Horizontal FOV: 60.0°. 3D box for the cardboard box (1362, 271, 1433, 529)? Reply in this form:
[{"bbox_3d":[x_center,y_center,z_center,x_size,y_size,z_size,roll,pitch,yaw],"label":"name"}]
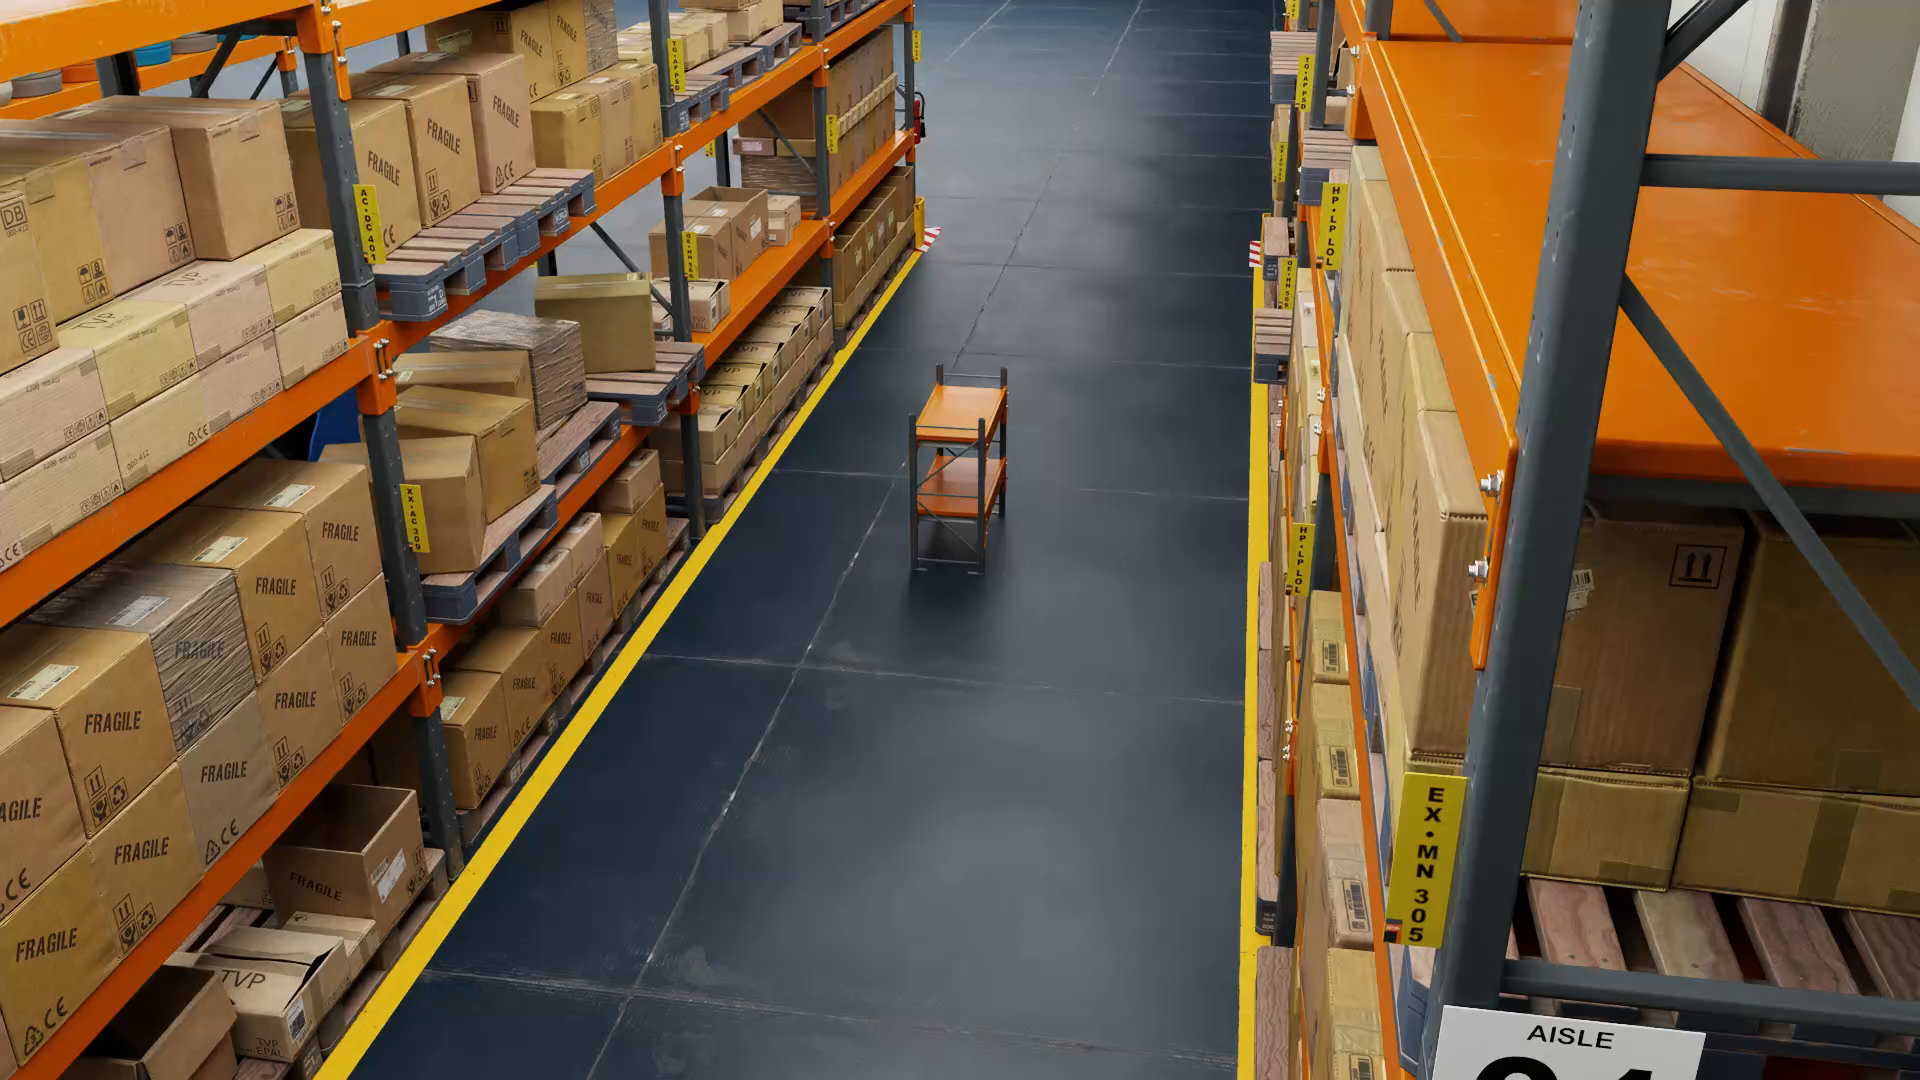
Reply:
[{"bbox_3d":[1.290,-0.341,4.080,0.500,0.500,0.500,3,25,6],"label":"cardboard box"}]

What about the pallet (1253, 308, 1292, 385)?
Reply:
[{"bbox_3d":[2.589,-1.287,11.187,1.213,0.211,1.003,4,25,9],"label":"pallet"}]

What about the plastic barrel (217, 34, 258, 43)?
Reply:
[{"bbox_3d":[-6.412,-4.786,14.306,0.600,0.901,0.708,4,25,9],"label":"plastic barrel"}]

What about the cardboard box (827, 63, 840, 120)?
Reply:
[{"bbox_3d":[-1.509,-4.113,15.351,0.700,0.500,0.500,4,25,8],"label":"cardboard box"}]

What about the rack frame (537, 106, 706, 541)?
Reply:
[{"bbox_3d":[-2.310,-1.410,11.224,1.000,3.000,0.127,4,25,9],"label":"rack frame"}]

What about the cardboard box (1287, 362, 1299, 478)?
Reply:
[{"bbox_3d":[2.069,-0.646,9.100,0.500,0.500,0.500,4,25,8],"label":"cardboard box"}]

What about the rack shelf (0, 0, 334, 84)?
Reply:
[{"bbox_3d":[-3.291,-1.290,4.744,1.077,0.370,4.000,4,25,9],"label":"rack shelf"}]

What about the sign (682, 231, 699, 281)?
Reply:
[{"bbox_3d":[-1.773,-1.865,10.924,0.100,0.325,0.005,4,25,9],"label":"sign"}]

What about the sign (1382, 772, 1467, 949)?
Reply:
[{"bbox_3d":[0.737,0.510,2.632,0.100,0.325,0.005,4,25,9],"label":"sign"}]

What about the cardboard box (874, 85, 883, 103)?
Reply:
[{"bbox_3d":[-1.004,-4.600,17.157,0.380,0.149,0.250,4,25,9],"label":"cardboard box"}]

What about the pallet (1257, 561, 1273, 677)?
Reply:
[{"bbox_3d":[2.374,0.519,10.392,1.003,0.211,1.213,4,25,9],"label":"pallet"}]

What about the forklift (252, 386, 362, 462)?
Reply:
[{"bbox_3d":[-5.119,-1.196,10.849,1.130,2.935,3.031,8,26,17],"label":"forklift"}]

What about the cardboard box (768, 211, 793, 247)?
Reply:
[{"bbox_3d":[-1.619,-2.642,14.014,0.396,0.266,0.258,3,25,7],"label":"cardboard box"}]

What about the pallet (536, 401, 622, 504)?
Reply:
[{"bbox_3d":[-2.624,-0.509,9.527,1.003,0.211,1.213,4,25,9],"label":"pallet"}]

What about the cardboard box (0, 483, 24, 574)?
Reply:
[{"bbox_3d":[-3.108,0.031,4.785,0.500,0.250,0.500,4,25,9],"label":"cardboard box"}]

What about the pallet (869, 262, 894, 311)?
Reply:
[{"bbox_3d":[-1.288,-2.662,17.187,1.003,0.211,1.213,4,25,9],"label":"pallet"}]

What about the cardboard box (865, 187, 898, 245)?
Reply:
[{"bbox_3d":[-0.946,-3.376,17.288,0.500,0.500,0.500,4,25,9],"label":"cardboard box"}]

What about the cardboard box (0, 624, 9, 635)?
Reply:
[{"bbox_3d":[-3.570,0.589,5.656,0.500,0.500,0.500,5,26,10],"label":"cardboard box"}]

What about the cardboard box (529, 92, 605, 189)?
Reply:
[{"bbox_3d":[-2.517,-2.198,9.252,0.910,0.500,0.500,4,25,9],"label":"cardboard box"}]

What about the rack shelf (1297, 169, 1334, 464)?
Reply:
[{"bbox_3d":[2.251,-1.265,8.224,1.077,0.370,4.000,4,25,9],"label":"rack shelf"}]

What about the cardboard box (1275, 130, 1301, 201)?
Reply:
[{"bbox_3d":[3.003,-3.241,14.405,0.500,0.500,0.500,4,25,8],"label":"cardboard box"}]

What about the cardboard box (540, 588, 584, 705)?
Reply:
[{"bbox_3d":[-2.479,0.578,9.407,0.500,0.500,0.500,4,25,9],"label":"cardboard box"}]

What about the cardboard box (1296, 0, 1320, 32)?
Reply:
[{"bbox_3d":[3.070,-4.384,13.897,0.500,0.500,0.500,5,25,10],"label":"cardboard box"}]

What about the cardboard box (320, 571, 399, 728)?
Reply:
[{"bbox_3d":[-2.793,0.444,7.144,0.500,0.500,0.500,4,25,9],"label":"cardboard box"}]

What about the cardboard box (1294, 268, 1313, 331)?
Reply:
[{"bbox_3d":[2.244,-1.413,9.854,0.500,0.250,0.500,5,25,10],"label":"cardboard box"}]

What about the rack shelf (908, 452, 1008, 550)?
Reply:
[{"bbox_3d":[-0.001,-0.285,11.609,0.538,0.278,1.000,4,25,9],"label":"rack shelf"}]

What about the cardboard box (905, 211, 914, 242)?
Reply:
[{"bbox_3d":[-0.799,-3.456,18.343,0.500,0.250,0.500,4,25,9],"label":"cardboard box"}]

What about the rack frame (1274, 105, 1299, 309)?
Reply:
[{"bbox_3d":[3.231,-2.741,14.068,1.000,3.000,0.127,4,25,9],"label":"rack frame"}]

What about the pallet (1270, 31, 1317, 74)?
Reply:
[{"bbox_3d":[3.025,-3.764,12.936,1.213,0.211,1.003,4,25,9],"label":"pallet"}]

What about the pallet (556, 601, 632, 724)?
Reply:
[{"bbox_3d":[-2.671,0.671,10.067,1.003,0.211,1.213,4,25,9],"label":"pallet"}]

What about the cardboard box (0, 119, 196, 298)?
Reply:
[{"bbox_3d":[-3.227,-1.188,5.915,0.700,0.500,0.500,4,25,9],"label":"cardboard box"}]

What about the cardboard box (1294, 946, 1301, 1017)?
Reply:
[{"bbox_3d":[1.464,1.689,6.292,0.380,0.149,0.250,5,26,10],"label":"cardboard box"}]

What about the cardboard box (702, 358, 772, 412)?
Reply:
[{"bbox_3d":[-1.772,-1.241,12.950,0.500,0.311,0.500,3,25,7],"label":"cardboard box"}]

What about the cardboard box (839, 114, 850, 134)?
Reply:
[{"bbox_3d":[-1.256,-3.948,15.764,0.380,0.149,0.250,3,25,7],"label":"cardboard box"}]

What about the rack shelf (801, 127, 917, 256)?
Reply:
[{"bbox_3d":[-1.330,-3.594,16.738,1.077,0.370,4.000,4,25,9],"label":"rack shelf"}]

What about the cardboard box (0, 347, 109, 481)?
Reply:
[{"bbox_3d":[-3.027,-0.405,5.126,0.500,0.250,0.500,4,25,9],"label":"cardboard box"}]

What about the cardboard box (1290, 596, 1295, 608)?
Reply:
[{"bbox_3d":[1.790,0.221,8.012,0.380,0.149,0.250,4,25,9],"label":"cardboard box"}]

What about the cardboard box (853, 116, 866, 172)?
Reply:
[{"bbox_3d":[-1.342,-3.959,16.552,0.700,0.500,0.500,5,26,10],"label":"cardboard box"}]

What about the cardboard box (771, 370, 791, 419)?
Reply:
[{"bbox_3d":[-1.690,-1.196,13.515,0.500,0.250,0.500,5,25,10],"label":"cardboard box"}]

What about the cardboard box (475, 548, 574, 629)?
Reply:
[{"bbox_3d":[-2.481,0.252,9.217,0.500,0.250,0.500,4,25,9],"label":"cardboard box"}]

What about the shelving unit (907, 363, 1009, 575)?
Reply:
[{"bbox_3d":[-0.001,-0.507,11.505,0.538,1.125,1.048,4,25,9],"label":"shelving unit"}]

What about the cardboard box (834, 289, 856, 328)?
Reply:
[{"bbox_3d":[-1.282,-2.201,15.662,0.500,0.250,0.500,4,25,9],"label":"cardboard box"}]

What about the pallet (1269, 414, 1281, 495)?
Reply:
[{"bbox_3d":[2.908,-0.641,12.870,1.003,0.211,1.213,4,25,9],"label":"pallet"}]

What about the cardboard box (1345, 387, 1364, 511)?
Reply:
[{"bbox_3d":[1.377,-0.224,4.715,0.500,0.250,0.500,3,25,7],"label":"cardboard box"}]

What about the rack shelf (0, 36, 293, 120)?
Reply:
[{"bbox_3d":[-6.870,-3.624,13.264,1.077,0.370,4.000,4,25,9],"label":"rack shelf"}]

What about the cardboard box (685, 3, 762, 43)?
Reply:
[{"bbox_3d":[-1.854,-4.077,13.065,0.500,0.250,0.500,2,25,3],"label":"cardboard box"}]

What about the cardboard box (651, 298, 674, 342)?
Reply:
[{"bbox_3d":[-2.208,-1.519,11.562,0.500,0.311,0.500,6,26,12],"label":"cardboard box"}]

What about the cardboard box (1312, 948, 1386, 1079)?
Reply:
[{"bbox_3d":[1.451,1.623,4.391,0.980,0.700,0.700,4,25,8],"label":"cardboard box"}]

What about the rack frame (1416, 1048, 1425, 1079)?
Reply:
[{"bbox_3d":[1.270,2.277,3.346,1.000,3.000,0.127,4,25,9],"label":"rack frame"}]

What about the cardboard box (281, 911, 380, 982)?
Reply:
[{"bbox_3d":[-2.779,1.774,7.266,0.380,0.149,0.250,4,25,9],"label":"cardboard box"}]

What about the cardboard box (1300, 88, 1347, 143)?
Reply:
[{"bbox_3d":[2.429,-2.715,10.556,0.500,0.311,0.500,4,25,9],"label":"cardboard box"}]

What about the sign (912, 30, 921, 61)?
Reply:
[{"bbox_3d":[-0.470,-5.344,17.984,0.100,0.325,0.005,4,25,9],"label":"sign"}]

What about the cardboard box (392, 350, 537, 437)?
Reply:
[{"bbox_3d":[-2.736,-0.716,9.128,0.700,0.500,0.500,-2,25,-5],"label":"cardboard box"}]
